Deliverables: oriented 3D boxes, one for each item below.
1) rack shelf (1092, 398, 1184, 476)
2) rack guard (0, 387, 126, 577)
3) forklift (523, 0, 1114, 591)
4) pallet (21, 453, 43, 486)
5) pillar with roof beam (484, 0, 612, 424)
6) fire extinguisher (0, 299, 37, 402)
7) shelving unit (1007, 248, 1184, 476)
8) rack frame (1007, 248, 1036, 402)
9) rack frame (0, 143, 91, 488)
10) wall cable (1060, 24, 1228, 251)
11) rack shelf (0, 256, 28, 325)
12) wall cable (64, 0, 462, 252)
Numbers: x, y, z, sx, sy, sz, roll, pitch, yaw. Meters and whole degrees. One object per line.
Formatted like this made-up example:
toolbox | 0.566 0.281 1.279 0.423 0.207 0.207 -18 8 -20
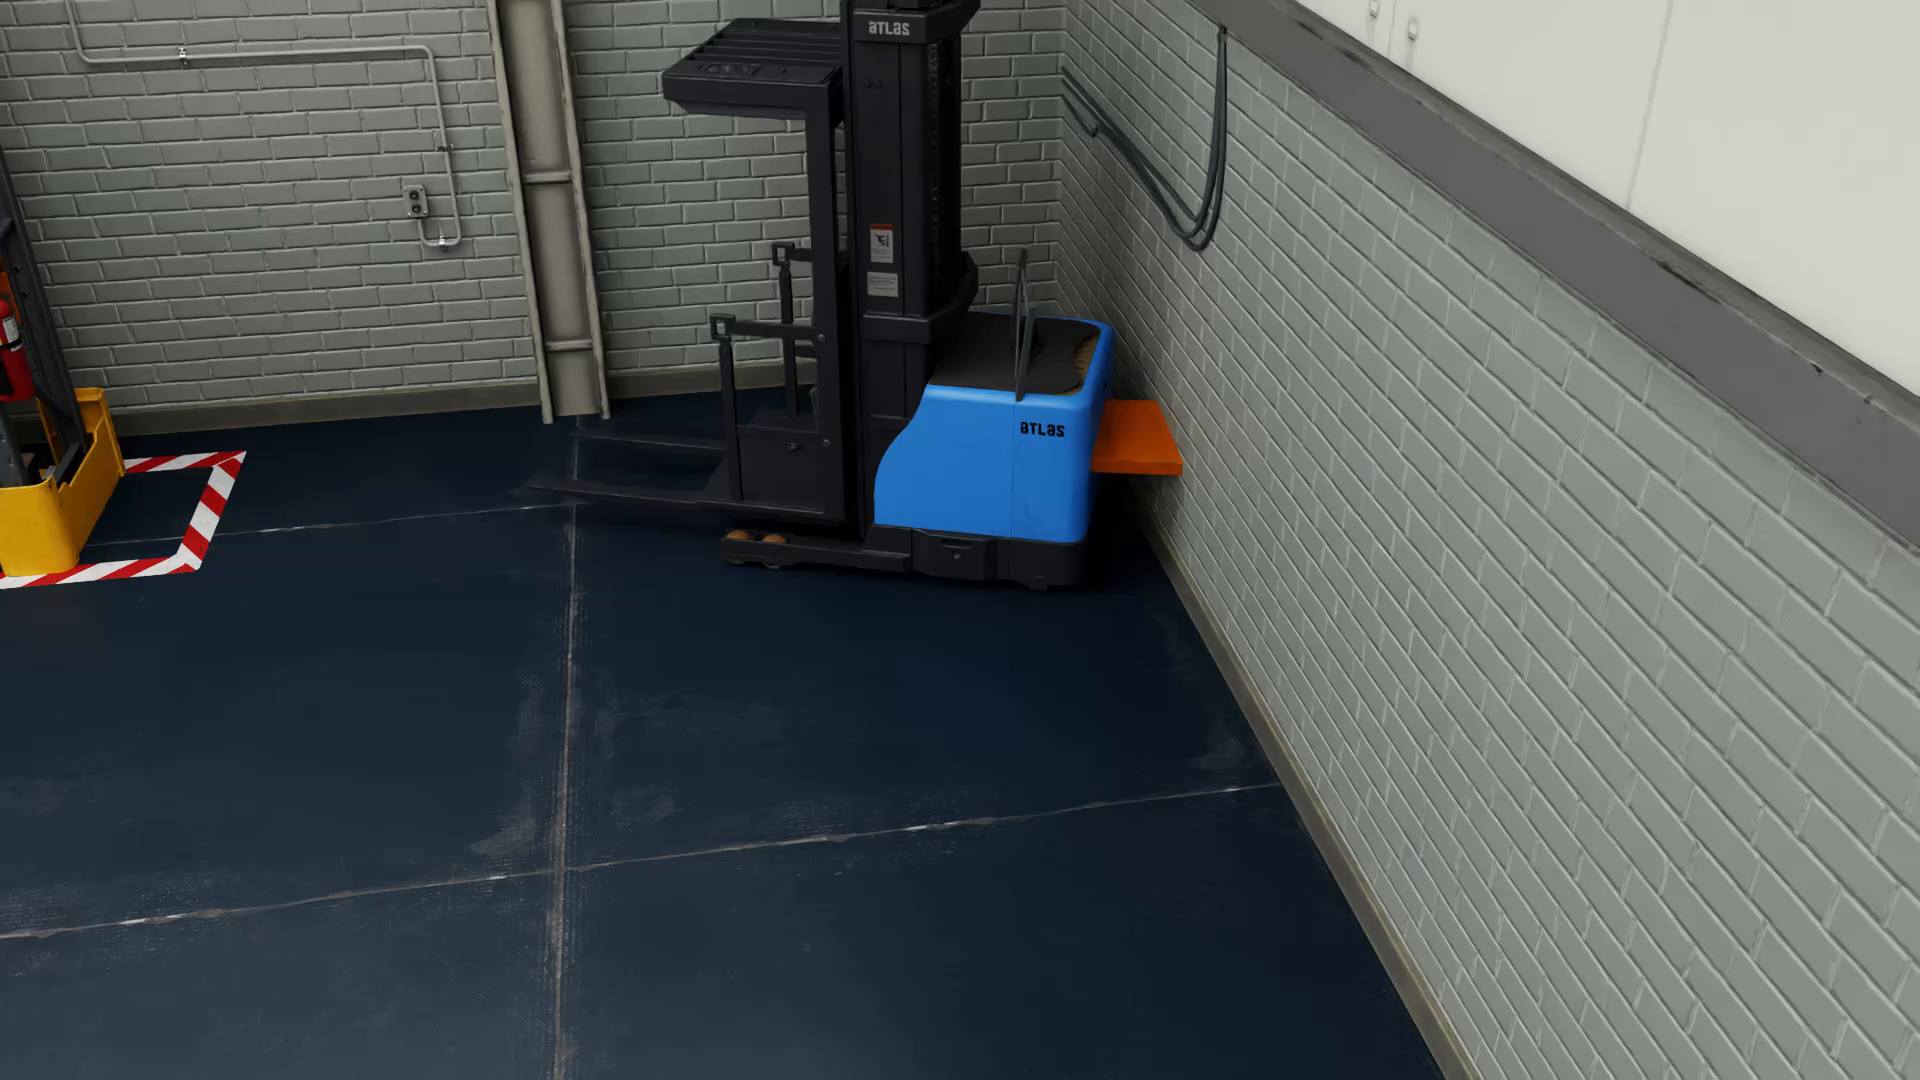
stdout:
rack shelf | 0.732 -0.493 8.288 1.000 0.185 0.538 2 41 -6
rack guard | -4.795 -0.329 8.816 0.348 0.500 1.175 -5 31 -9
forklift | -0.766 -1.377 8.199 3.031 2.935 1.130 6 31 10
pallet | -5.591 -0.090 8.695 1.213 0.211 1.003 -5 31 -9
pillar with roof beam | -1.543 -2.521 4.160 0.400 9.000 9.100 -5 31 -9
fire extinguisher | -4.587 -0.993 7.924 0.183 0.674 0.296 -5 31 -9
shelving unit | 0.758 -0.627 8.170 1.083 1.500 0.587 2 41 -6
rack frame | 0.243 -0.646 8.118 0.032 1.500 0.500 2 41 -6
rack frame | -4.818 -1.404 8.178 0.127 3.000 1.000 -5 31 -9
wall cable | 0.810 -2.990 8.020 0.112 2.526 3.097 -5 31 -9
rack shelf | -6.785 -0.911 8.050 4.000 0.370 1.077 -5 31 -9
wall cable | -3.729 -2.430 8.922 1.851 1.984 0.084 -5 31 -9
